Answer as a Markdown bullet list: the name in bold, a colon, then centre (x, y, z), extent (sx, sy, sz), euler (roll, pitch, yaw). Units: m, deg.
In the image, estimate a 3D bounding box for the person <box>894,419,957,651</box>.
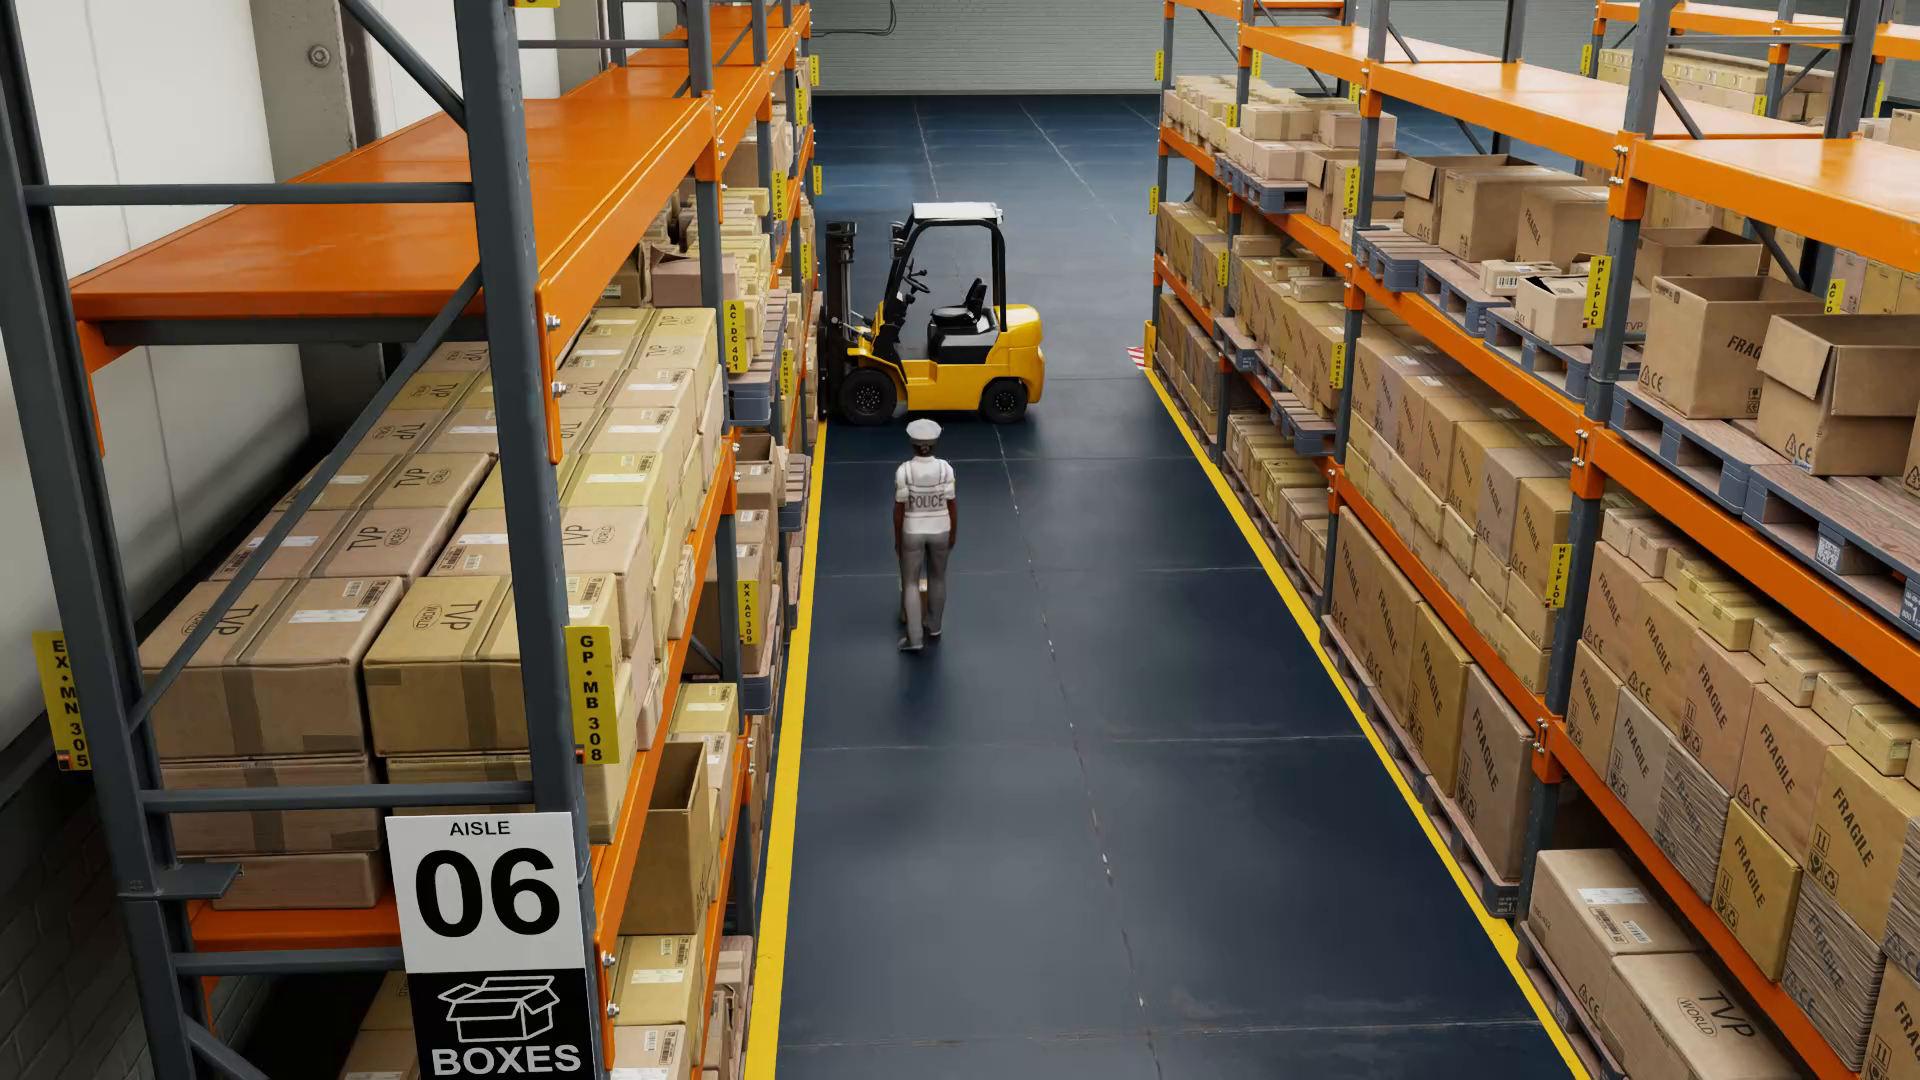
- **person**: centre (-0.255, -0.045, 11.987), extent (0.460, 1.696, 0.630), euler (-3, 21, -7)
